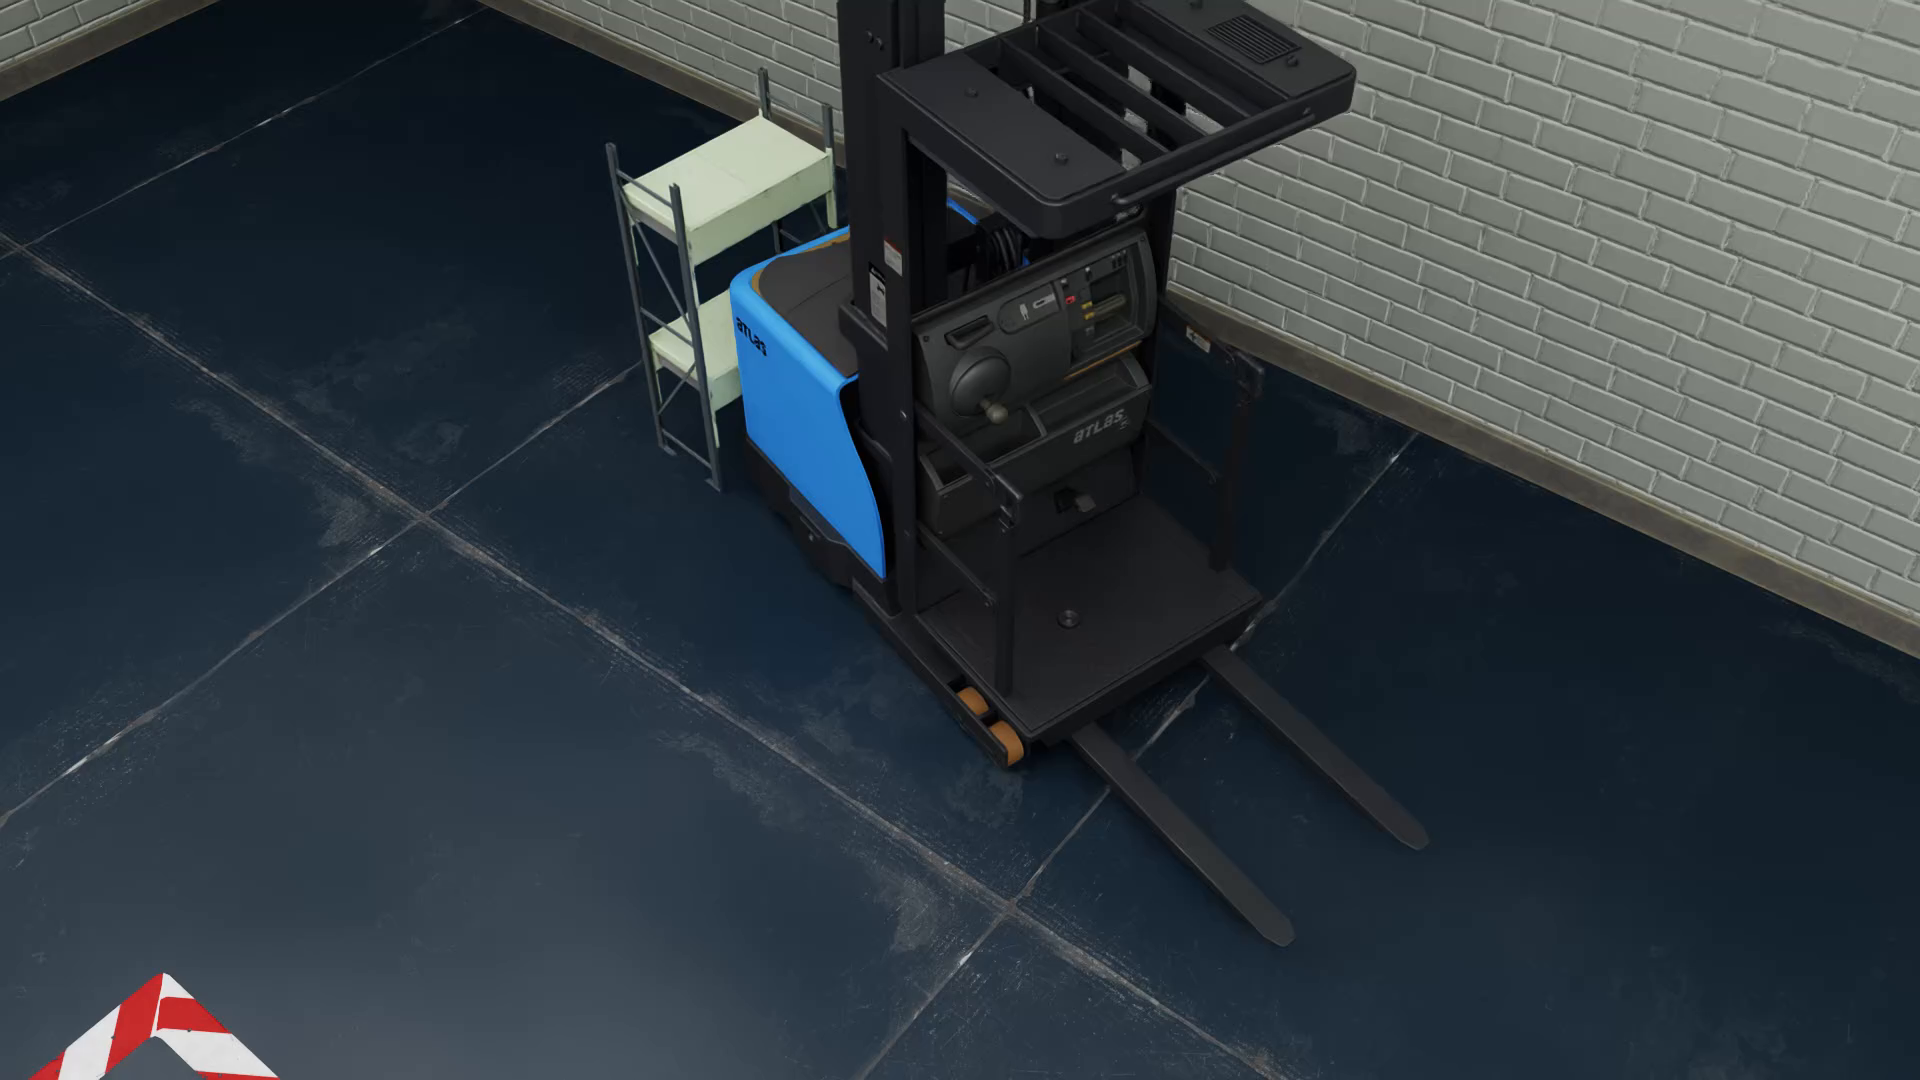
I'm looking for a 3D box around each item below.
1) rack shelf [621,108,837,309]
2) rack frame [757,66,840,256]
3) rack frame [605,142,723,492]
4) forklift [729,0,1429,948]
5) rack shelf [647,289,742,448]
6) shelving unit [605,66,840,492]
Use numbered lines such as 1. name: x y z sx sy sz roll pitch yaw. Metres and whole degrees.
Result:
1. rack shelf: -0.886 -1.285 6.401 0.431 0.370 0.720 35 56 29
2. rack frame: -0.631 -1.206 6.865 0.400 1.500 0.023 35 56 29
3. rack frame: -1.140 -0.826 6.502 0.400 1.500 0.023 35 56 29
4. forklift: 0.392 -0.604 5.300 1.130 2.935 3.031 -28 52 -24
5. rack shelf: -0.886 -0.791 6.919 0.431 0.370 0.720 35 56 29
6. shelving unit: -0.886 -1.016 6.683 0.431 1.500 0.755 35 56 29
